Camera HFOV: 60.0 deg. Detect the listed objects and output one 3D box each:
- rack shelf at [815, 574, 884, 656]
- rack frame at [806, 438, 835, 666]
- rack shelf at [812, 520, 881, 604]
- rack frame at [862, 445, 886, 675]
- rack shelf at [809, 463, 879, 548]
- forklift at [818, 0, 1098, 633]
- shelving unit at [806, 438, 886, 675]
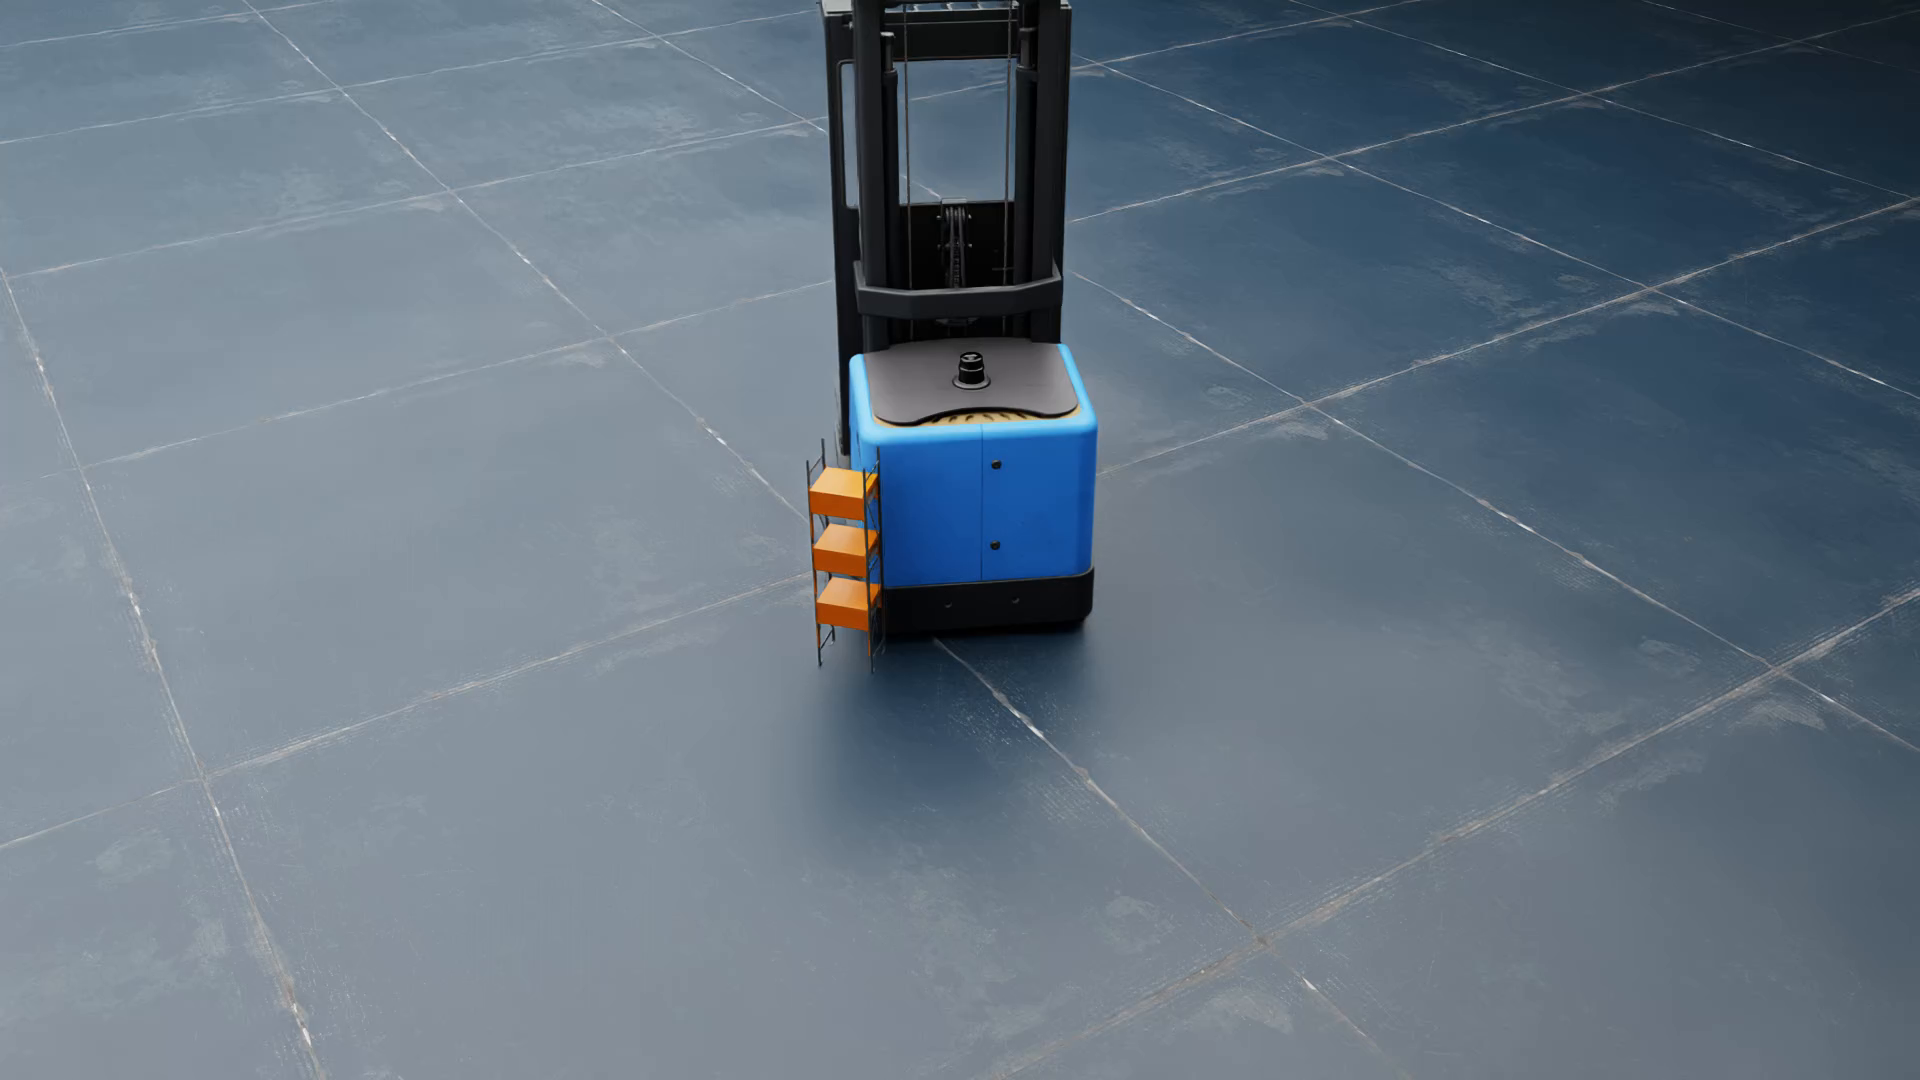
[{"bbox_3d":[-0.479,0.326,7.288,0.240,0.259,0.215,9,34,14],"label":"rack shelf"},{"bbox_3d":[-0.597,0.065,7.161,0.008,1.050,0.200,9,34,14],"label":"rack frame"},{"bbox_3d":[-0.480,0.092,7.138,0.240,0.259,0.215,9,34,14],"label":"rack shelf"},{"bbox_3d":[-0.363,0.101,7.103,0.008,1.050,0.200,9,34,14],"label":"rack frame"},{"bbox_3d":[-0.481,-0.147,6.984,0.240,0.259,0.215,9,34,14],"label":"rack shelf"},{"bbox_3d":[-0.084,-1.589,8.022,1.130,2.935,3.031,-4,32,-6],"label":"forklift"},{"bbox_3d":[-0.480,0.083,7.132,0.252,1.050,0.215,9,34,14],"label":"shelving unit"}]
